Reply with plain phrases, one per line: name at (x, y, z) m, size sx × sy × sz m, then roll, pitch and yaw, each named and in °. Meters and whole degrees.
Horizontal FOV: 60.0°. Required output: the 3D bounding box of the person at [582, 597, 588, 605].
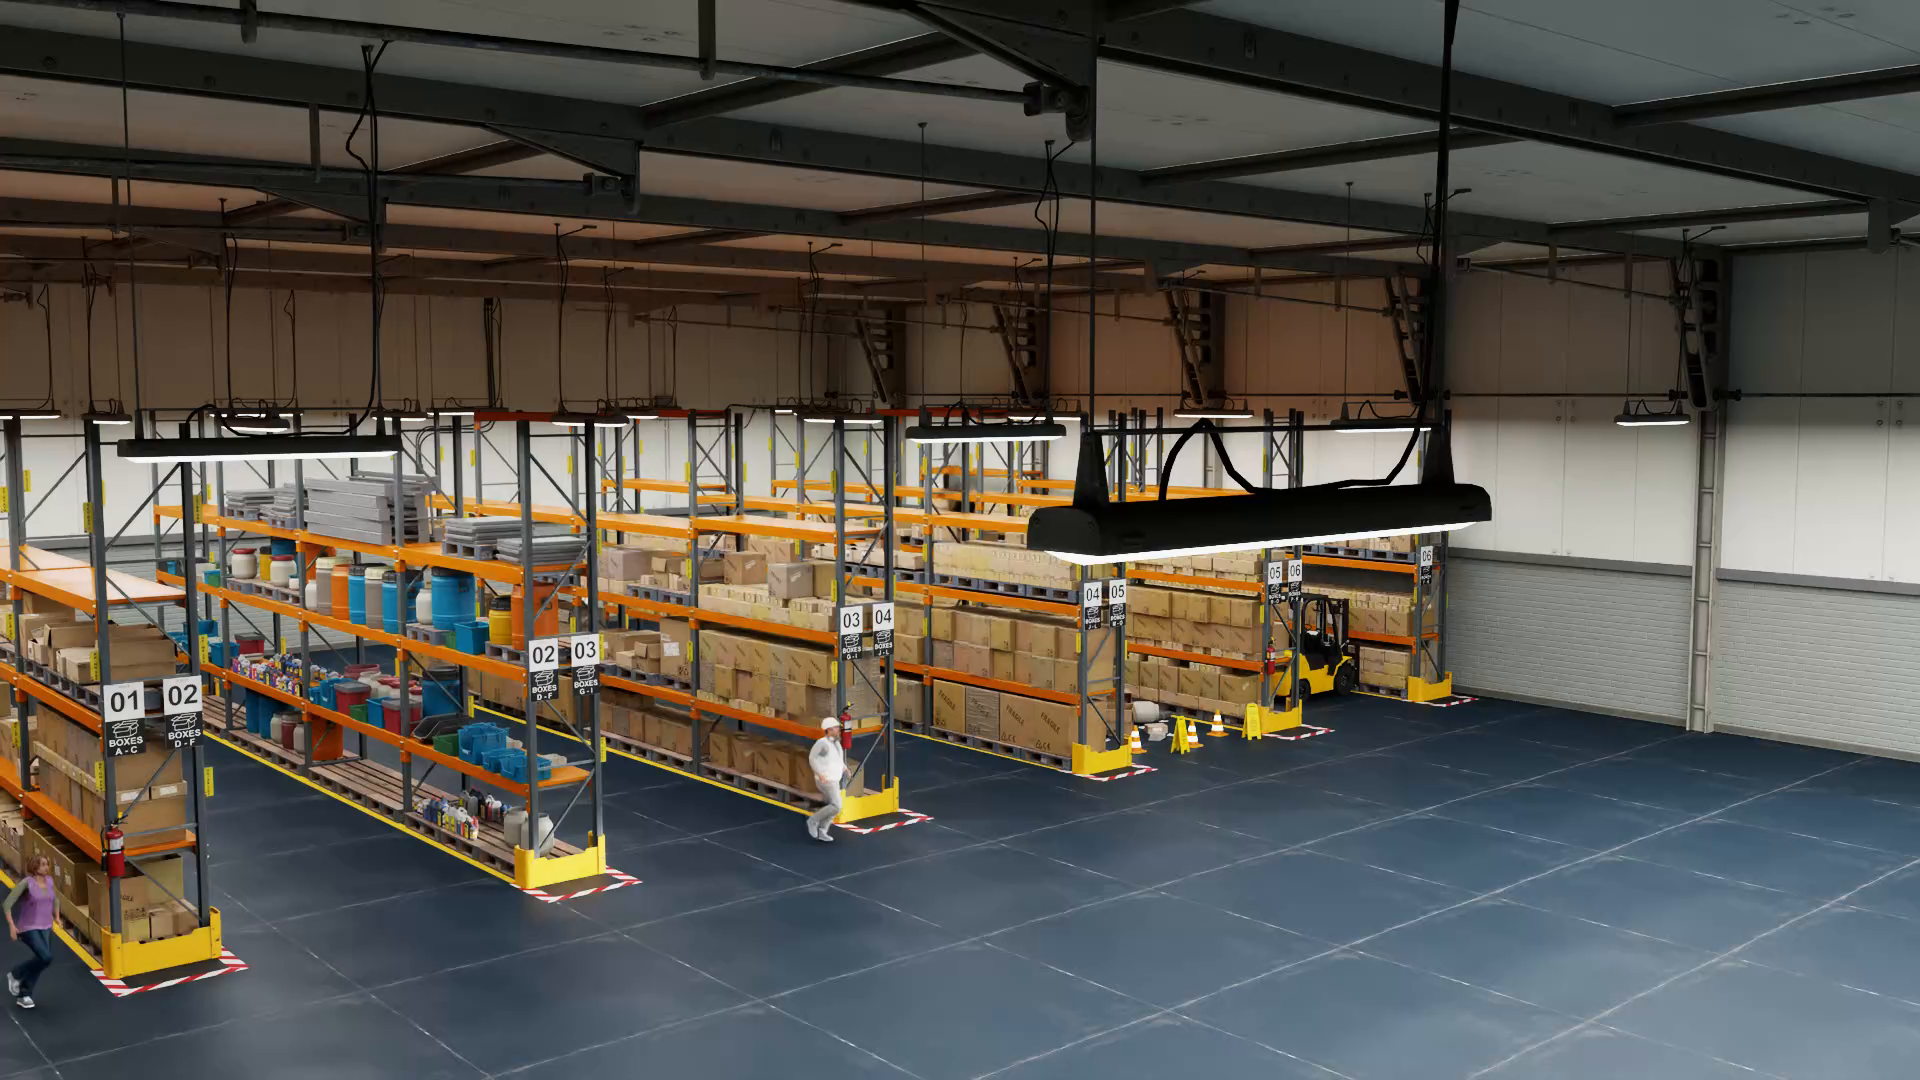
person at (-9.330, 1.939, 40.808) m, size 0.616 × 1.613 × 0.679 m, roll -3°, pitch 6°, yaw -29°

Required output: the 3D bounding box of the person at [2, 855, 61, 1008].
person at (-9.576, 4.049, 17.306) m, size 0.478 × 1.524 × 0.569 m, roll 2°, pitch 5°, yaw 20°

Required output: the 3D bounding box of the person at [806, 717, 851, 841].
person at (-1.841, 3.395, 23.695) m, size 0.548 × 1.718 × 0.711 m, roll 2°, pitch 5°, yaw 20°
